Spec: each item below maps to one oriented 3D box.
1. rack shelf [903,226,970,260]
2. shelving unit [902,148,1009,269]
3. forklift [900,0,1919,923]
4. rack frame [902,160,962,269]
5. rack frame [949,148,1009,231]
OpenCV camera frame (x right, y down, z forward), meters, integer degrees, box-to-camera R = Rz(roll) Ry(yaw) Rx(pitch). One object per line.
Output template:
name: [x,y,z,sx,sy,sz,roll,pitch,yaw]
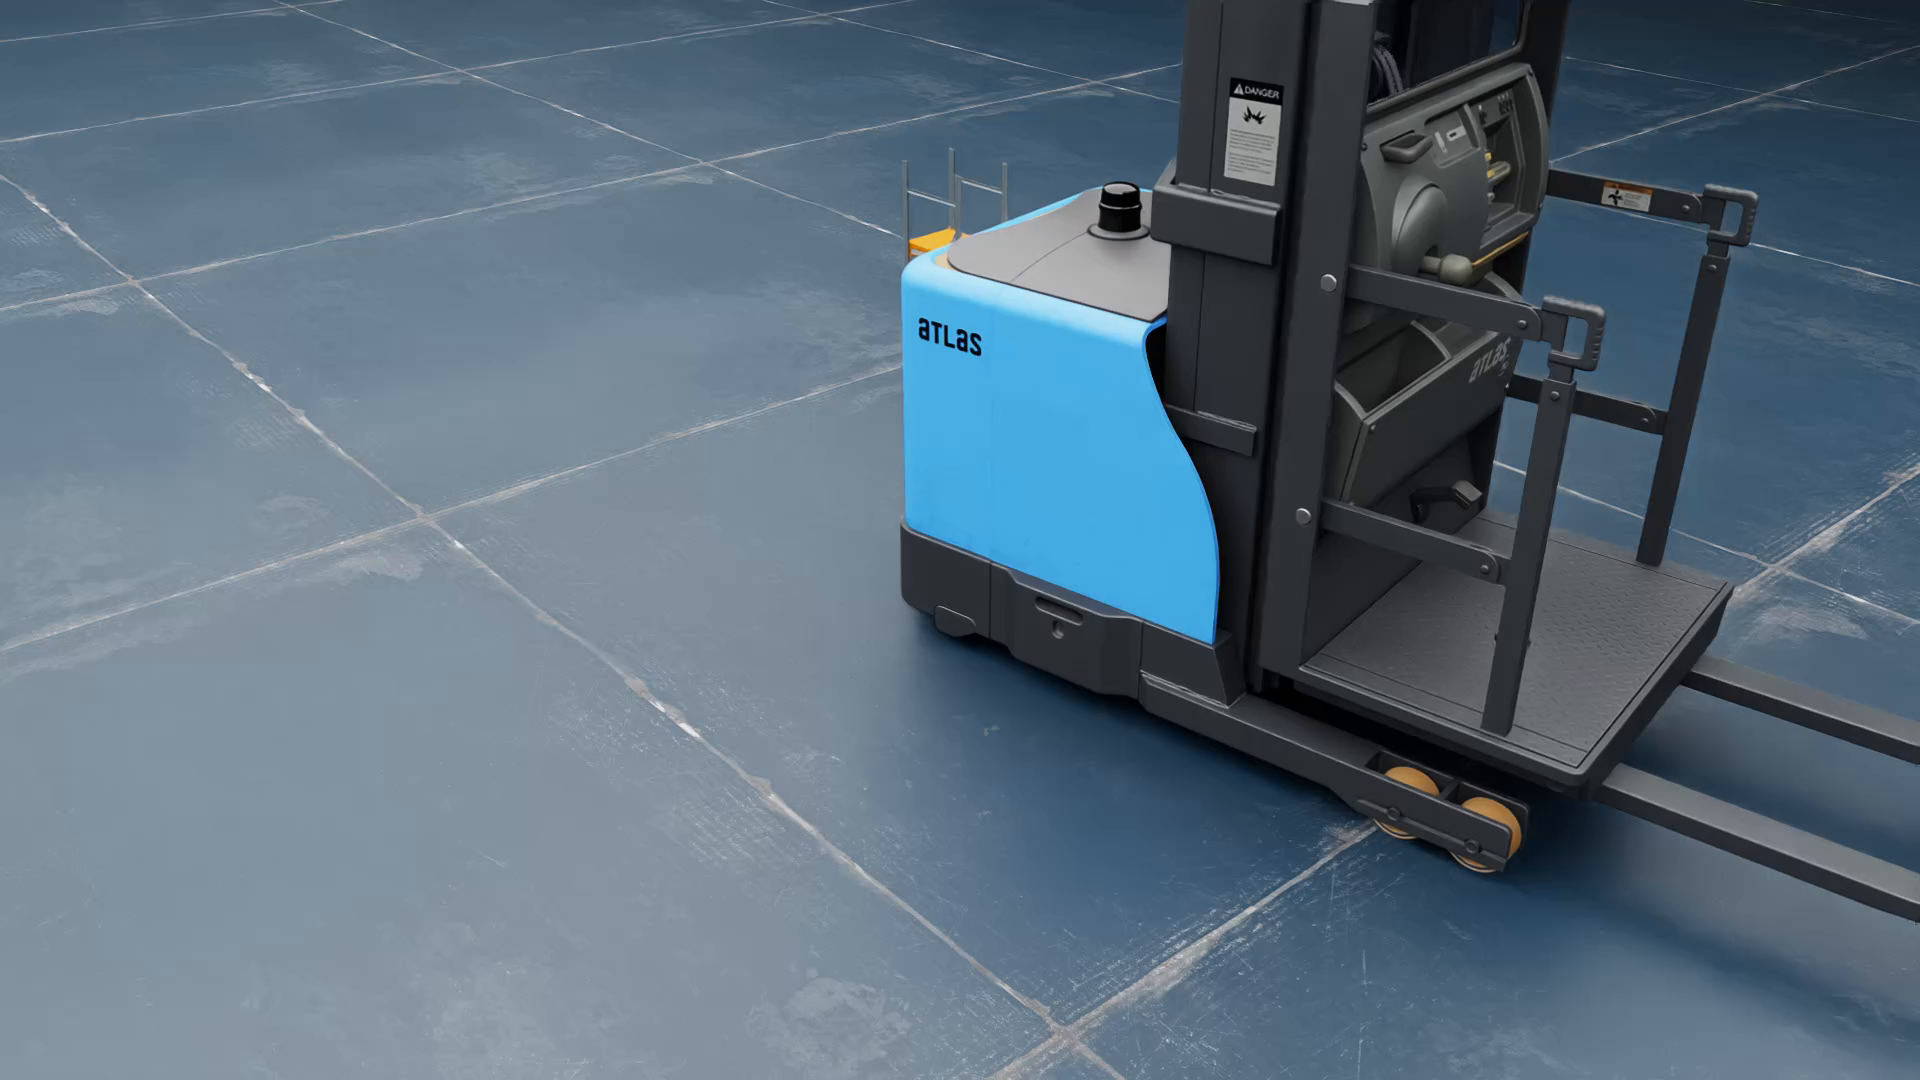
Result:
rack shelf: [-0.013,-0.818,4.838,0.180,0.103,0.258,-24,36,-38]
shelving unit: [-0.013,-0.540,4.987,0.189,1.200,0.258,-24,36,-38]
forklift: [1.295,-0.813,3.661,3.031,2.935,1.130,21,34,34]
rack frame: [-0.080,-0.510,4.931,0.006,1.200,0.240,-24,36,-38]
rack frame: [0.053,-0.570,5.043,0.006,1.200,0.240,-24,36,-38]
